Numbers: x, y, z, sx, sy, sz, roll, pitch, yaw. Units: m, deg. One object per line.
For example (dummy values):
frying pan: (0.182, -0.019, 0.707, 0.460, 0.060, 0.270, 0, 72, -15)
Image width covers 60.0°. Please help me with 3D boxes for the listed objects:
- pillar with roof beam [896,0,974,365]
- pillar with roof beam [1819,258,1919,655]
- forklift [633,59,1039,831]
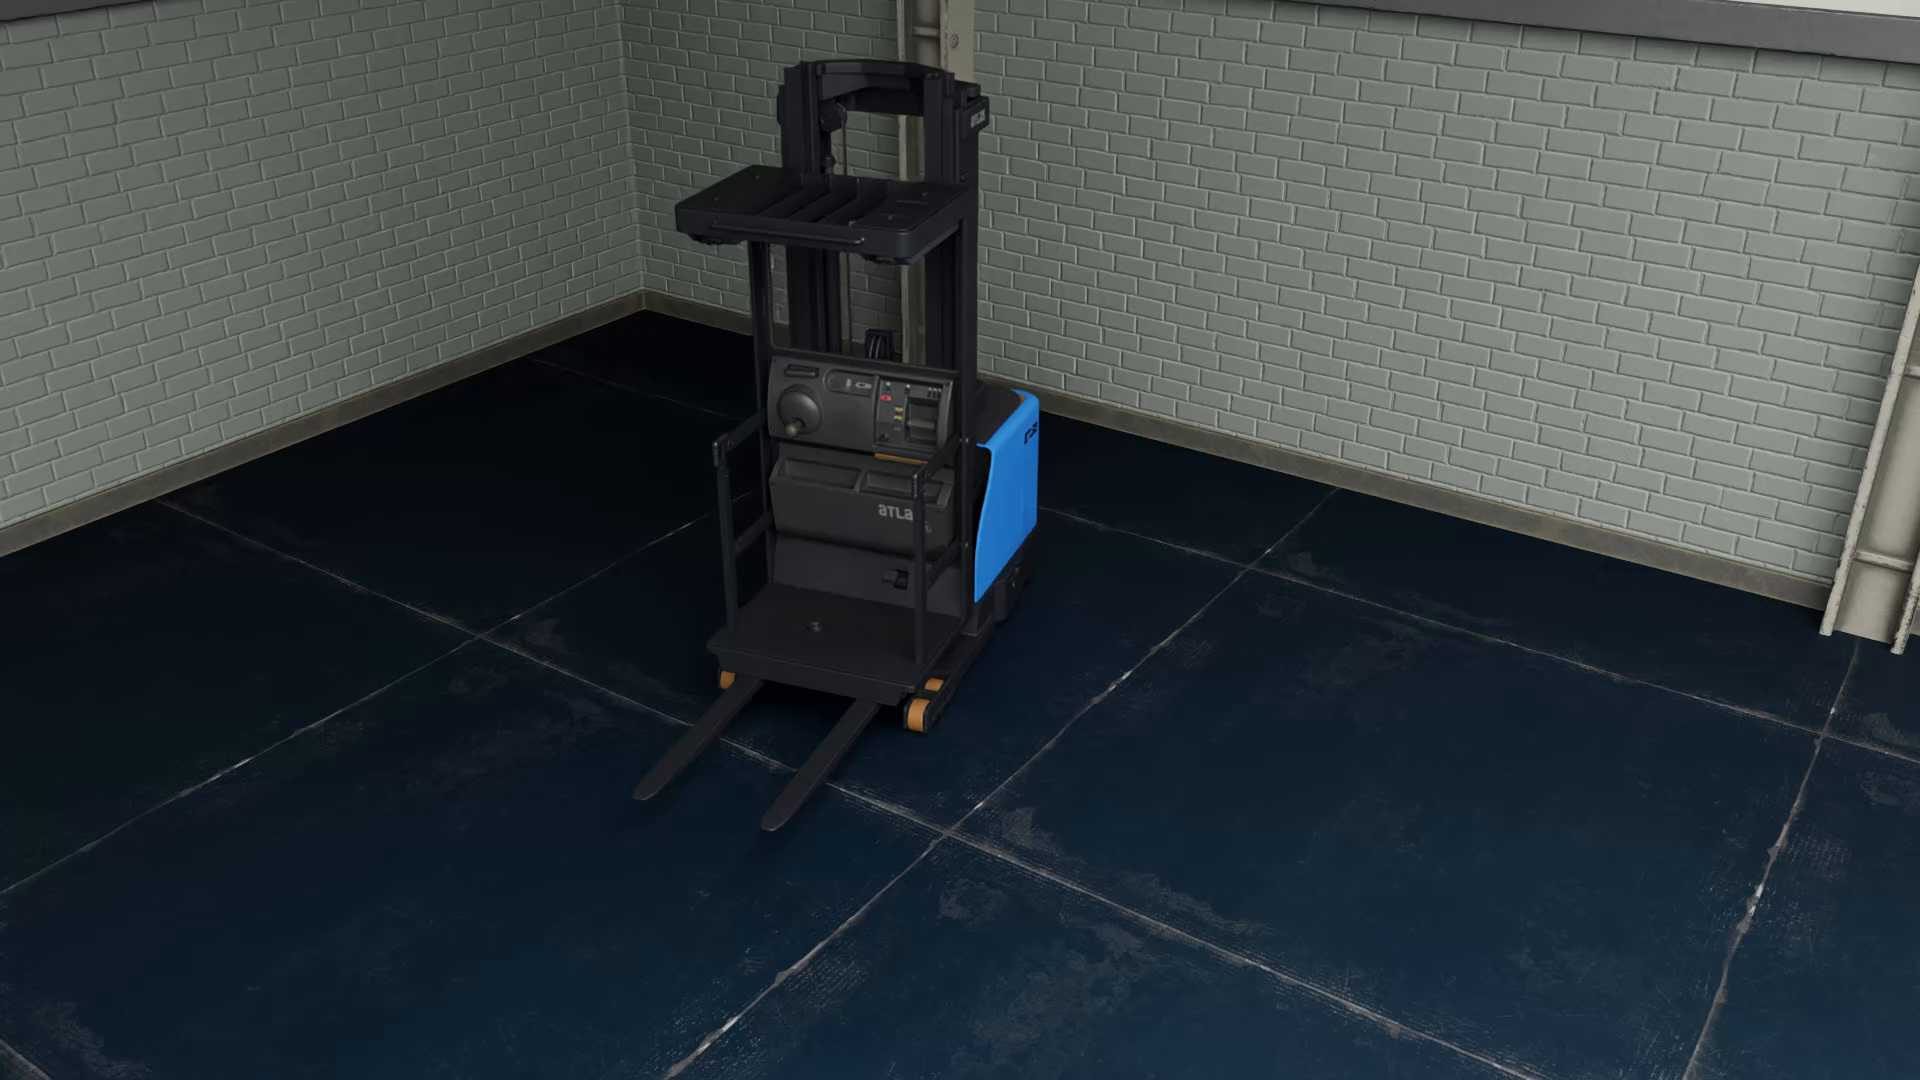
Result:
pillar with roof beam: (-2.598, -3.457, 6.621, 0.400, 9.000, 9.100, 17, 32, 30)
pillar with roof beam: (2.348, -1.916, 3.593, 0.400, 9.000, 9.100, 17, 32, 30)
forklift: (-0.553, -0.598, 7.694, 1.130, 2.935, 3.031, 10, 29, 18)
